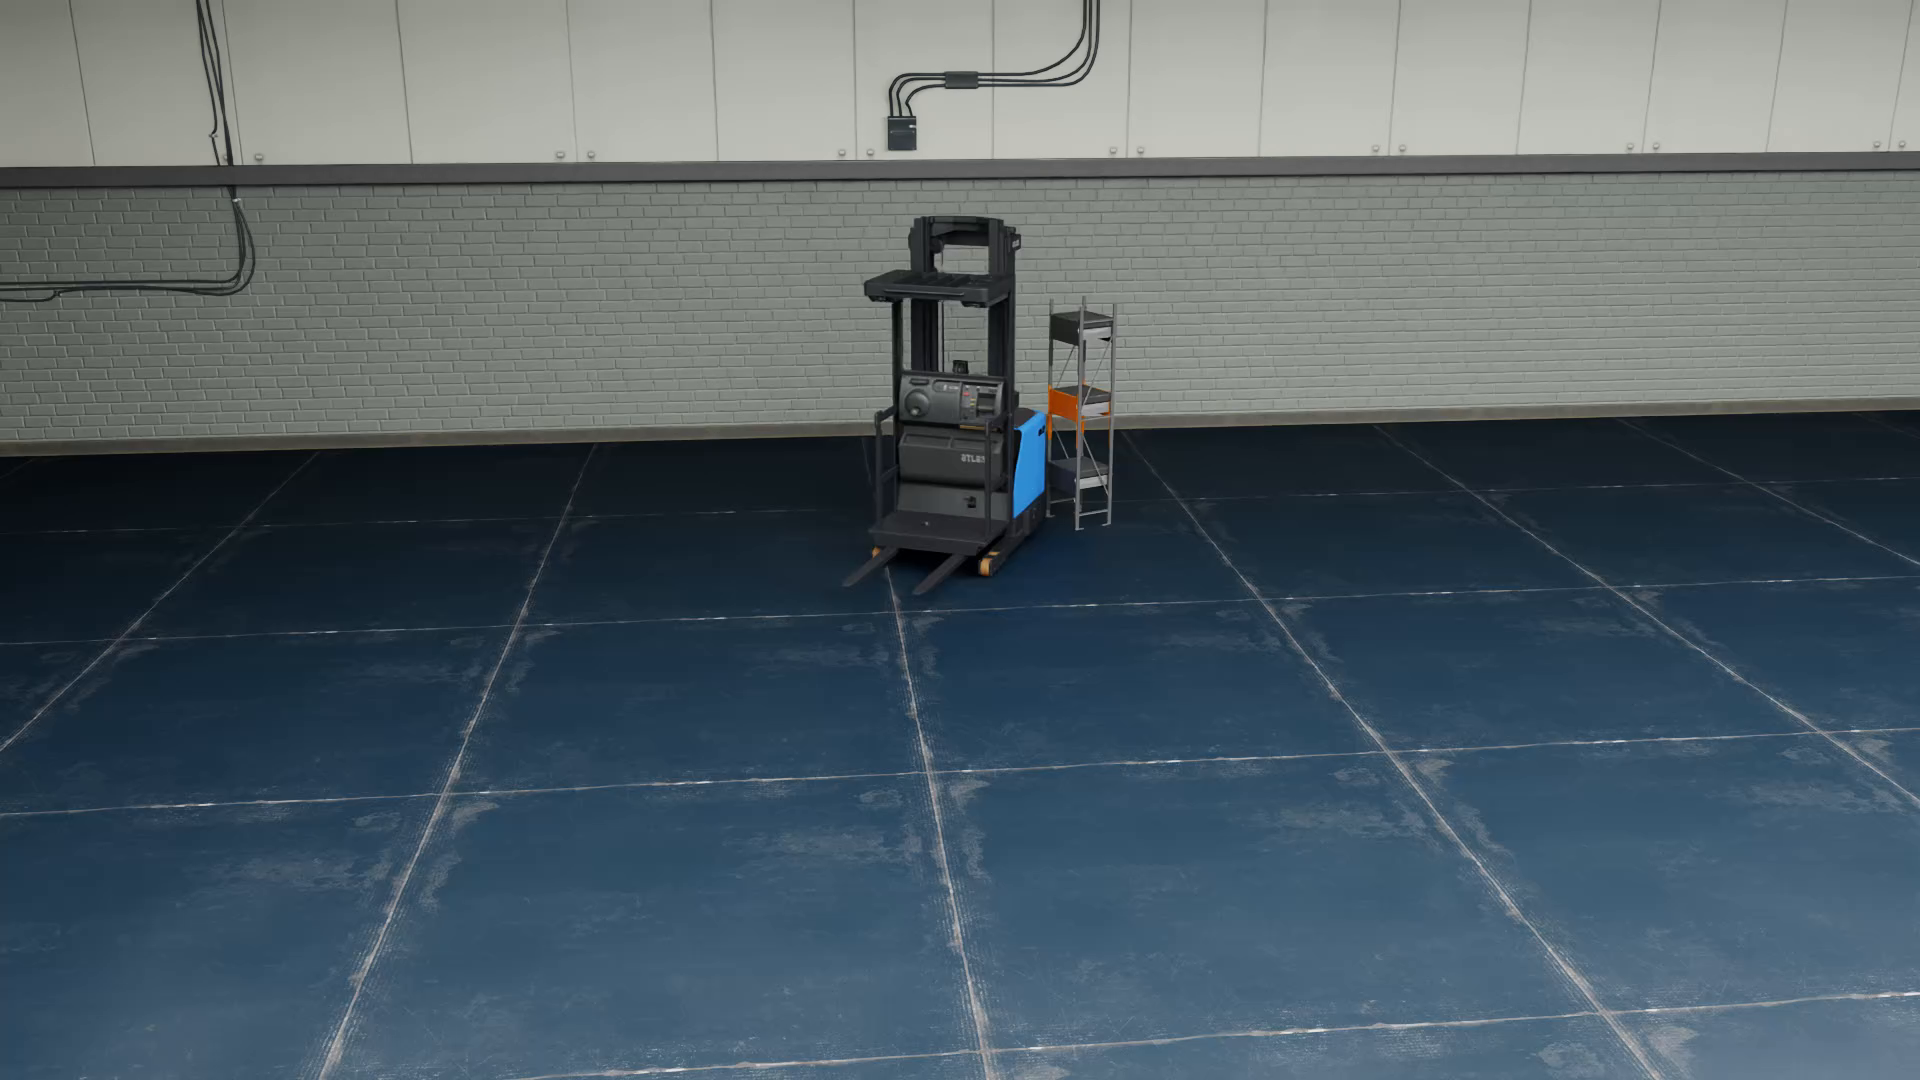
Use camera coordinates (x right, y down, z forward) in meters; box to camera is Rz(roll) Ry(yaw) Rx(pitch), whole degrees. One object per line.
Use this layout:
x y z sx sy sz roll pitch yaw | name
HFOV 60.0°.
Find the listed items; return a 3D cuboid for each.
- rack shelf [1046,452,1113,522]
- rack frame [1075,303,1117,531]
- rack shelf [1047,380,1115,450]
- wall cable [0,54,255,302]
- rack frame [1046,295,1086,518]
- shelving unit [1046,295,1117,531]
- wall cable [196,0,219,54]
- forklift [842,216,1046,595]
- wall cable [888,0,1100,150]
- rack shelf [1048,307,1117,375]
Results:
1.126 -0.503 15.729 0.431 0.518 0.480 -10 20 -29 | rack shelf
1.250 -1.121 15.315 0.400 2.100 0.015 -10 20 -29 | rack frame
1.126 -1.171 15.520 0.431 0.518 0.480 -10 20 -29 | rack shelf
-9.077 -3.755 17.371 3.097 2.526 0.112 -2 18 -6 | wall cable
1.002 -1.247 15.716 0.400 2.100 0.015 -10 20 -29 | rack frame
1.126 -1.184 15.515 0.431 2.100 0.503 -10 20 -29 | shelving unit
-6.386 -6.248 16.880 3.097 2.526 0.112 -2 18 -6 | wall cable
-0.145 -1.217 14.234 1.130 2.935 3.031 6 18 18 | forklift
0.368 -7.147 17.315 2.305 6.003 0.169 -2 18 -6 | wall cable
1.126 -1.839 15.310 0.431 0.518 0.480 -10 20 -29 | rack shelf
